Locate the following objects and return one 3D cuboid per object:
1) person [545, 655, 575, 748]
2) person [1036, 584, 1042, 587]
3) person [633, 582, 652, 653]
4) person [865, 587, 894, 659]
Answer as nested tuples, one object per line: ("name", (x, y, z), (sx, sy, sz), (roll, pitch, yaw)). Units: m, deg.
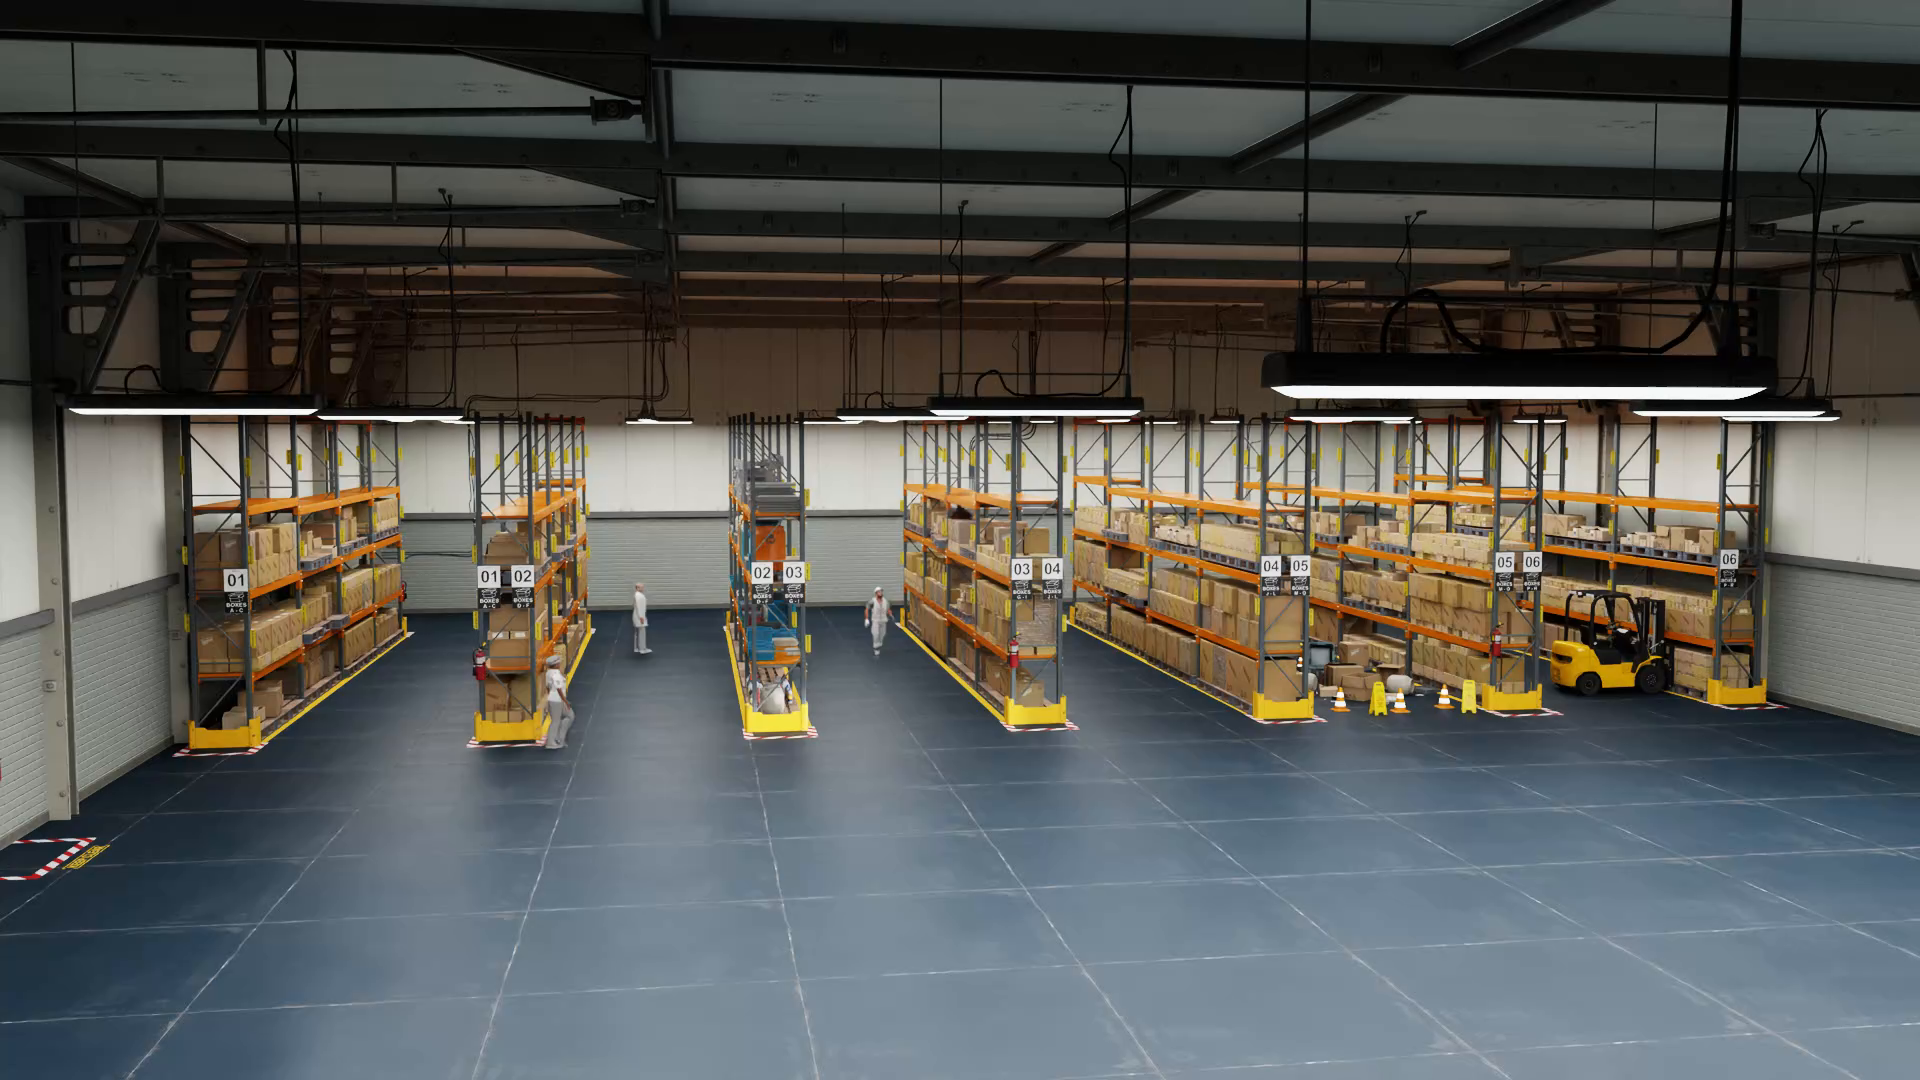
("person", (-7.116, 2.878, 29.481), (0.495, 1.706, 0.463), (0, 4, -2))
("person", (2.269, 1.528, 48.992), (1.108, 1.721, 0.650), (-3, 5, -38))
("person", (-8.026, 1.961, 42.051), (0.446, 1.780, 0.654), (-1, 4, -19))
("person", (-2.013, 2.077, 41.366), (0.694, 1.806, 0.877), (-1, 4, -10))
